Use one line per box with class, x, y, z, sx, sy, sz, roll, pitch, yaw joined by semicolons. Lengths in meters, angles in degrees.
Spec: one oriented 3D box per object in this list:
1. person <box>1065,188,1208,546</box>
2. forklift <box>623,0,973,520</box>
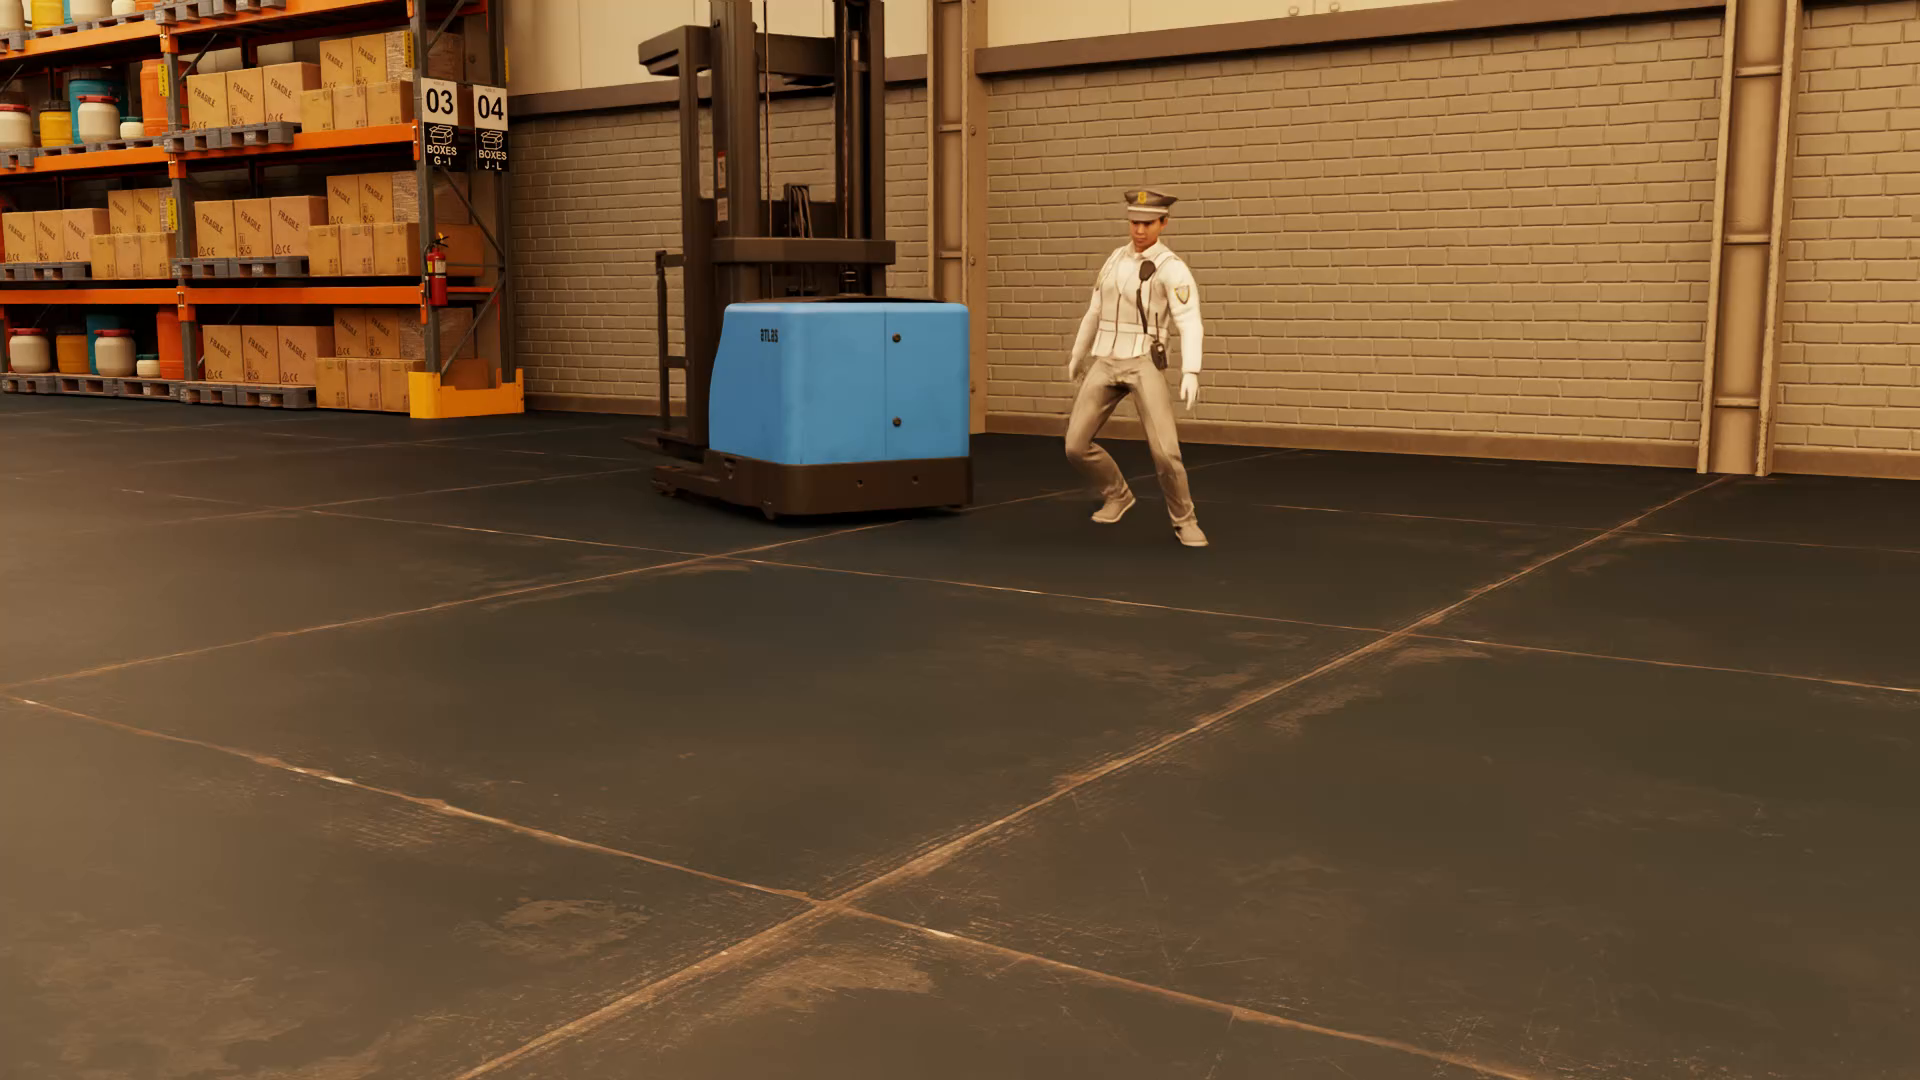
person;0.784;-0.785;7.570;0.460;1.588;0.817;-8;11;-44
forklift;-1.100;-1.713;9.239;1.130;2.935;3.031;-5;9;-29
